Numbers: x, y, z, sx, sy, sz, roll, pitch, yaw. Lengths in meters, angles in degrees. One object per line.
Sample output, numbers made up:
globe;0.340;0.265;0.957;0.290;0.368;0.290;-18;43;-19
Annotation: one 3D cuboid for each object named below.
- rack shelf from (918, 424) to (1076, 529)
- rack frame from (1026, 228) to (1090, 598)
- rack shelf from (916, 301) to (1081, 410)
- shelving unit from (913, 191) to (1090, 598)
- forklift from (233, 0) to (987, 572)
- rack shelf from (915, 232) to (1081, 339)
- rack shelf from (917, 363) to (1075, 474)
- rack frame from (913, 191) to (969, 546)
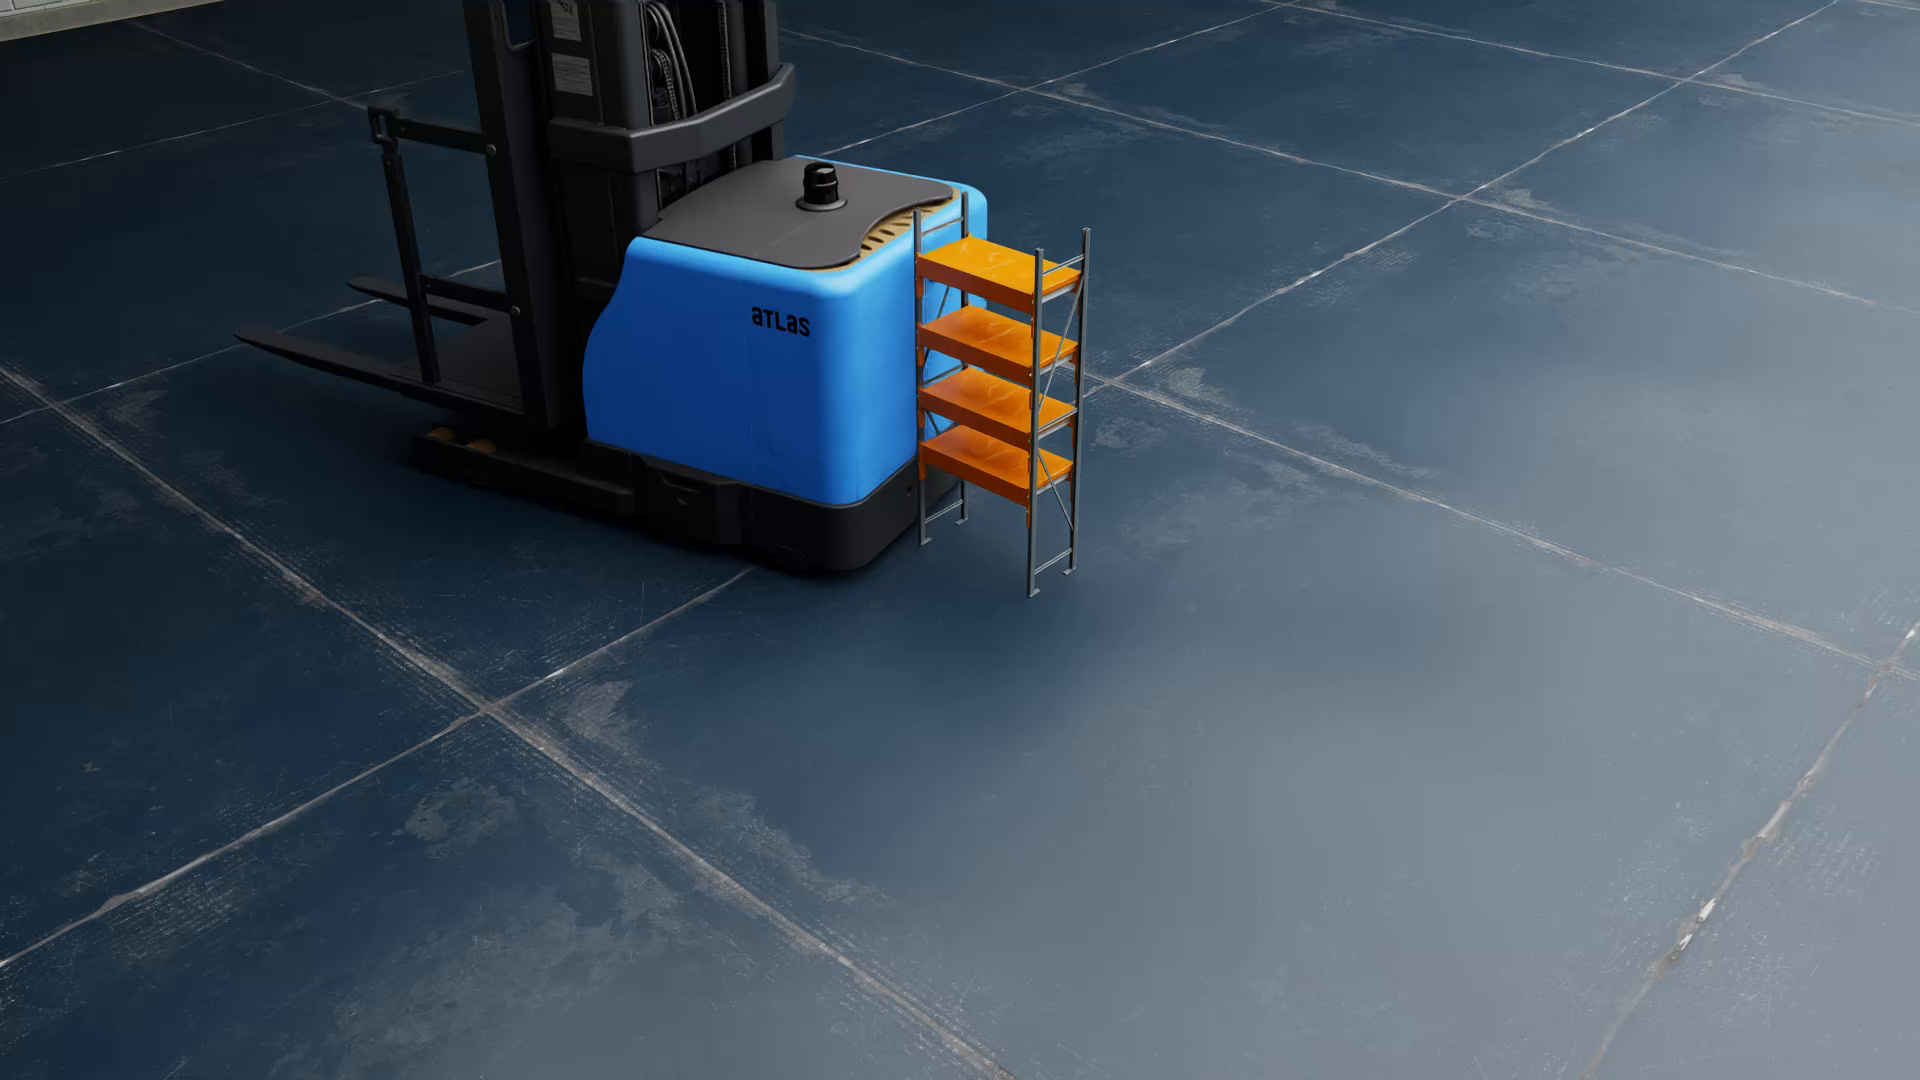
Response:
rack shelf;0.123;-0.229;5.482;0.480;0.148;0.258;25;39;35
rack frame;0.304;-0.372;5.205;0.015;1.200;0.240;25;39;35
rack shelf;0.123;-0.591;5.265;0.480;0.148;0.258;25;39;35
shelving unit;0.123;-0.457;5.345;0.503;1.200;0.258;25;39;35
forklift;-1.438;-1.679;5.698;3.031;2.935;1.130;15;34;24
rack shelf;0.123;-0.793;5.143;0.480;0.148;0.258;25;39;35
rack shelf;0.123;-0.399;5.380;0.480;0.148;0.258;25;39;35
rack frame;-0.058;-0.541;5.486;0.015;1.200;0.240;25;39;35
